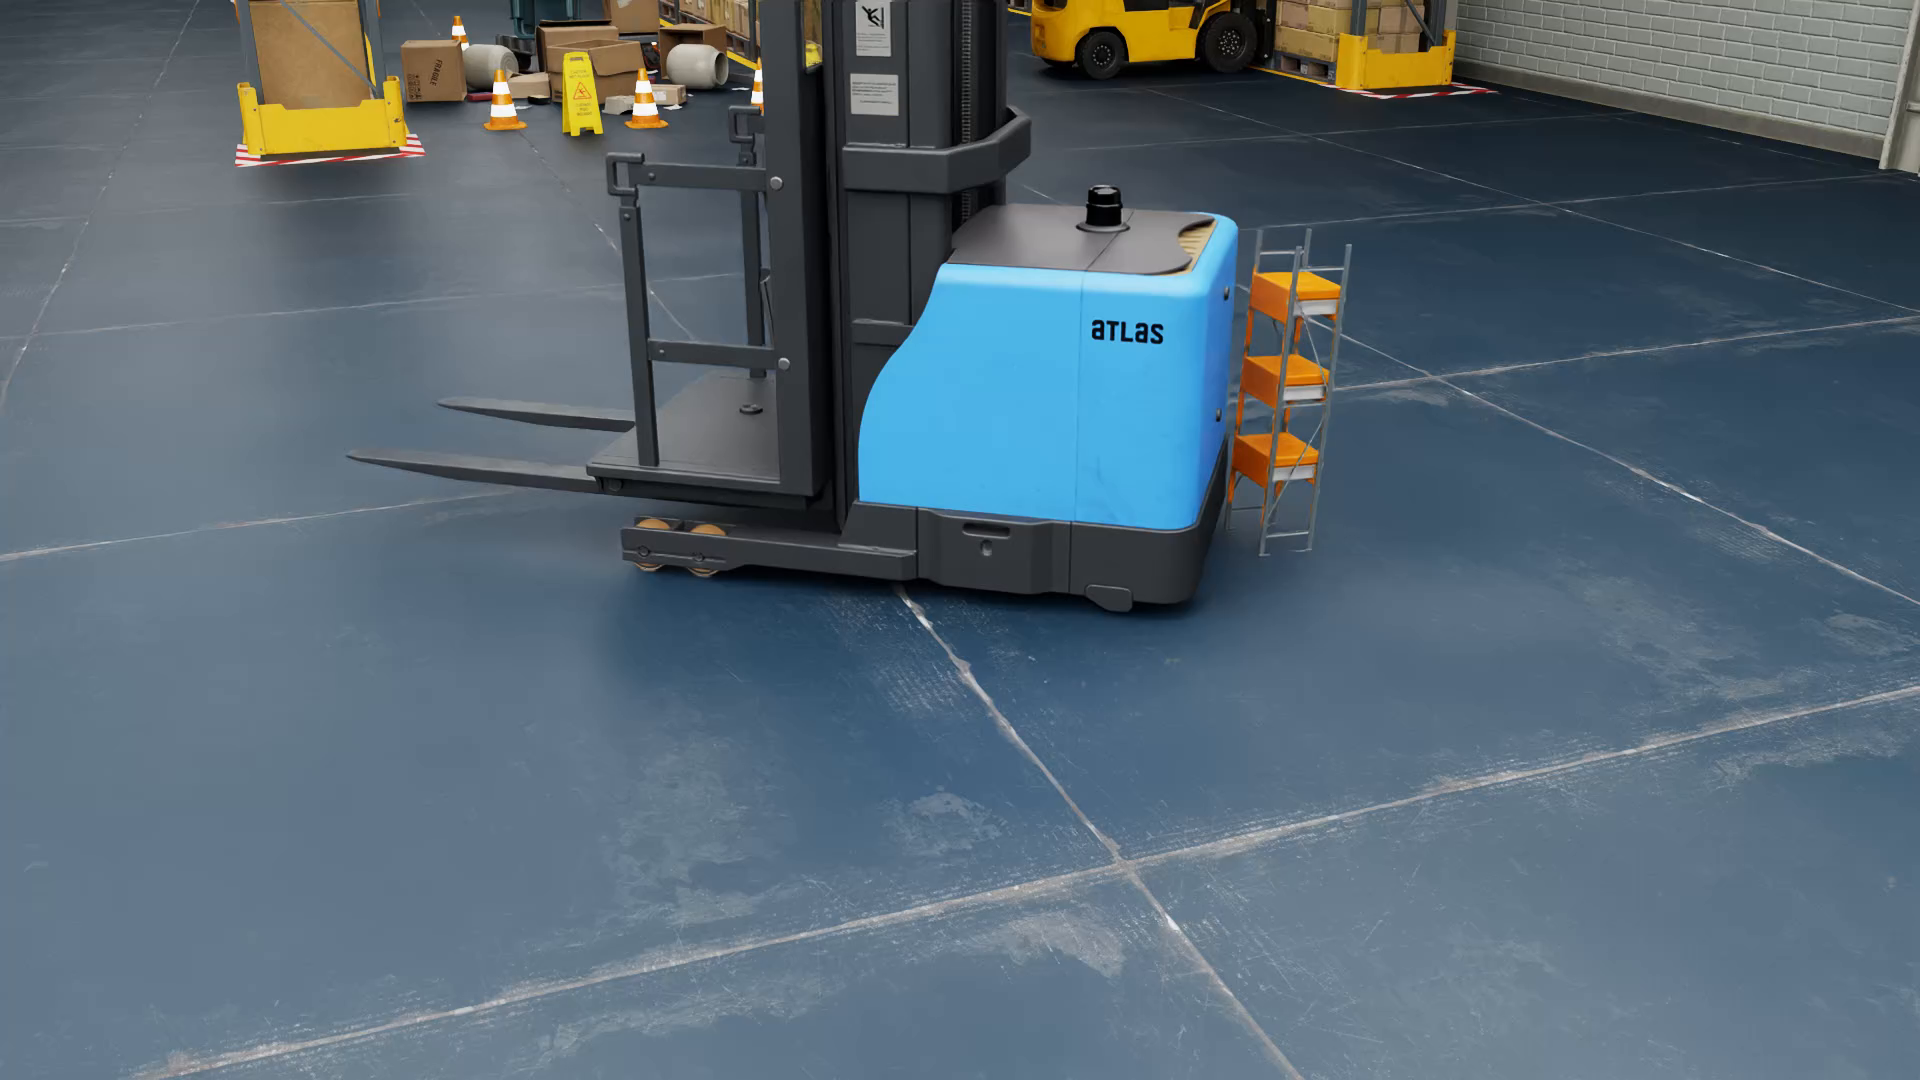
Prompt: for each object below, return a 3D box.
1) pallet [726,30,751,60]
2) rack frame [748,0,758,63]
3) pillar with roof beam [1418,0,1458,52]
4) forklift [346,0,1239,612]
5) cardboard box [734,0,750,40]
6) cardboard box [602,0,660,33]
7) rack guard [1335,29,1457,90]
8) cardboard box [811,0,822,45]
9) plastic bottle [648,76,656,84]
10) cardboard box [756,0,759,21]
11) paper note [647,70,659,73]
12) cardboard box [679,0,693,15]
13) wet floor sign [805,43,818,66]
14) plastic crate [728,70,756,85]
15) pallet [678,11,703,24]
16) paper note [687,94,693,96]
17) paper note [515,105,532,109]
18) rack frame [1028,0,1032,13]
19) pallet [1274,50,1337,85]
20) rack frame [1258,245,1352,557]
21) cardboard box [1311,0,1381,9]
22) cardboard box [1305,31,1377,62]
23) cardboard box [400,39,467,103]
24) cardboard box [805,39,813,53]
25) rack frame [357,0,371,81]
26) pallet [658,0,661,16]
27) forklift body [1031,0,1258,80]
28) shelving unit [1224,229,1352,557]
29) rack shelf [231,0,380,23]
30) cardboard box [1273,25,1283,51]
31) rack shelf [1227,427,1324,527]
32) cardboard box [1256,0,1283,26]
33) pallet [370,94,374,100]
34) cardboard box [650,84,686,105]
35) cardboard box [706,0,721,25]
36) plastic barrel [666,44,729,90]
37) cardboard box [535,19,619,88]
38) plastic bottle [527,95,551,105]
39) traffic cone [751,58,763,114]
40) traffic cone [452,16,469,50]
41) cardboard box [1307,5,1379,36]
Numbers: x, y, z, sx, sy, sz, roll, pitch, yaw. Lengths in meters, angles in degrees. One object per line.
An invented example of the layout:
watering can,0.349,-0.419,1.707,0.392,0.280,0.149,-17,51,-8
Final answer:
pallet,-2.069,-5.646,18.875,1.003,0.211,1.213,-8,24,-19
rack frame,-1.792,-6.649,17.663,1.000,3.000,0.127,-8,24,-19
pillar with roof beam,0.833,-8.428,14.161,9.100,9.000,0.400,-8,24,-19
forklift,-0.629,-1.423,5.352,3.031,2.935,1.130,6,24,13
cardboard box,-1.980,-5.822,18.543,0.950,0.372,0.625,-8,24,-18
cardboard box,-3.447,-5.591,17.396,0.500,0.500,0.500,-8,24,-19
rack guard,4.272,-4.717,16.298,1.175,0.500,0.348,-8,24,-19
cardboard box,-1.094,-4.912,15.576,0.500,0.500,0.500,-7,24,-17
plastic bottle,-3.091,-4.568,16.510,0.133,0.061,0.283,-4,23,-10
cardboard box,-1.836,-5.669,17.373,0.500,0.500,0.500,-7,24,-16
paper note,-3.201,-4.854,17.227,0.148,0.019,0.142,-8,24,-19
cardboard box,-3.015,-6.878,21.050,0.950,0.372,0.625,-10,25,-23
wet floor sign,-1.313,-3.895,14.160,0.267,0.644,0.232,0,23,-1
plastic crate,-2.005,-4.620,16.609,0.402,0.080,0.583,-18,29,-37
pallet,-2.931,-6.533,20.978,1.003,0.211,1.213,-8,24,-19
paper note,-2.551,-4.205,15.714,0.032,0.001,0.123,-8,24,-19
paper note,-3.925,-3.898,14.961,0.144,0.017,0.142,0,23,-1
rack frame,1.437,-8.785,22.730,1.000,3.000,0.127,-8,24,-19
pallet,3.954,-4.865,17.021,1.003,0.211,1.213,-8,24,-19
rack frame,1.122,-0.440,5.429,0.200,1.050,0.008,-5,23,-19
cardboard box,3.809,-5.389,16.387,0.500,0.250,0.500,-8,24,-17
cardboard box,3.802,-4.932,16.588,0.500,0.250,0.500,-8,24,-19
cardboard box,-4.879,-4.359,15.445,0.500,0.500,0.500,-4,23,-10
cardboard box,-1.282,-4.757,16.175,0.500,0.250,0.500,-9,25,-21
rack frame,-6.387,-5.933,15.964,1.000,3.000,0.127,-8,24,-19
pallet,-3.841,-7.557,23.407,1.003,0.211,1.213,-8,24,-19
forklift body,1.886,-5.925,17.039,2.313,2.155,1.214,-8,24,-19
shelving unit,1.081,-0.485,5.535,0.215,1.050,0.252,-5,23,-19
rack shelf,-5.681,-4.875,14.380,1.077,0.370,4.000,-8,24,-19
cardboard box,3.466,-5.297,17.454,0.500,0.250,0.500,-8,24,-18
rack shelf,1.068,-0.217,5.643,0.215,0.259,0.240,-5,23,-19
cardboard box,3.430,-5.537,17.381,0.500,0.250,0.500,-9,24,-20
pallet,-5.330,-3.474,13.721,1.003,0.211,1.213,-8,24,-19
cardboard box,-2.732,-4.080,15.240,0.380,0.149,0.250,4,23,9
cardboard box,-2.484,-6.335,19.760,0.950,0.372,0.625,-8,24,-17
plastic barrel,-2.525,-4.551,16.003,0.512,0.421,0.421,8,24,18
cardboard box,-3.706,-4.737,16.166,0.797,0.637,0.503,-8,24,-19
plastic bottle,-3.881,-4.047,15.274,0.133,0.061,0.283,-18,29,-37
traffic cone,-1.738,-4.006,14.658,0.336,0.463,0.334,-8,24,-19
traffic cone,-5.449,-5.458,18.105,0.336,0.463,0.334,-8,24,-19
cardboard box,3.799,-5.169,16.507,0.500,0.250,0.500,-9,24,-20
